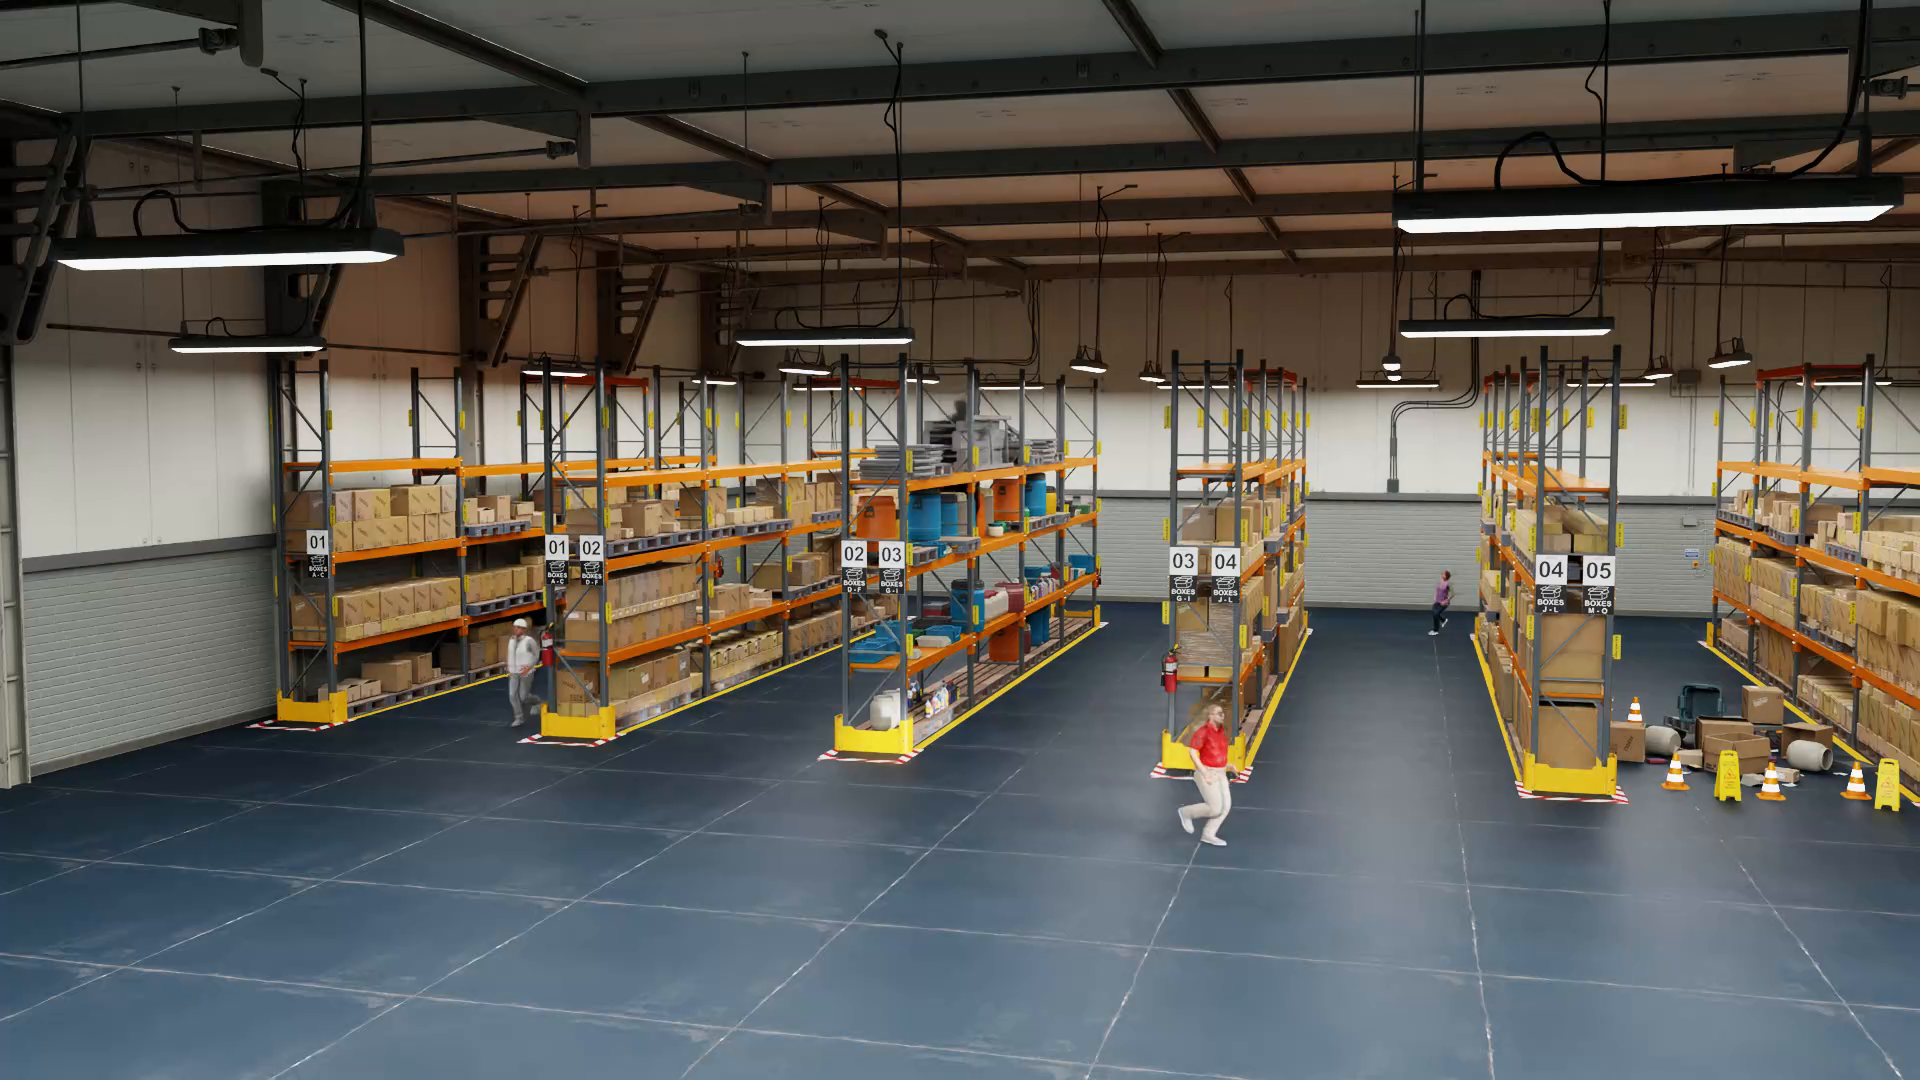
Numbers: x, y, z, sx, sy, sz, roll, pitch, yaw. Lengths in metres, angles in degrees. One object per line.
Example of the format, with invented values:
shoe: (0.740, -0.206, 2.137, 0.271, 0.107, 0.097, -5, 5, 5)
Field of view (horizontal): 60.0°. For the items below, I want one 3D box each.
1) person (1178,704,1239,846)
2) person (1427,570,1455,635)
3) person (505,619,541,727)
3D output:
person: (2.934, 2.768, 19.630, 0.635, 1.664, 0.649, 3, 5, 40)
person: (11.257, 1.467, 38.698, 0.528, 1.509, 0.576, -2, 5, -27)
person: (-7.214, 2.166, 27.460, 0.665, 1.754, 0.719, 1, 4, 17)
